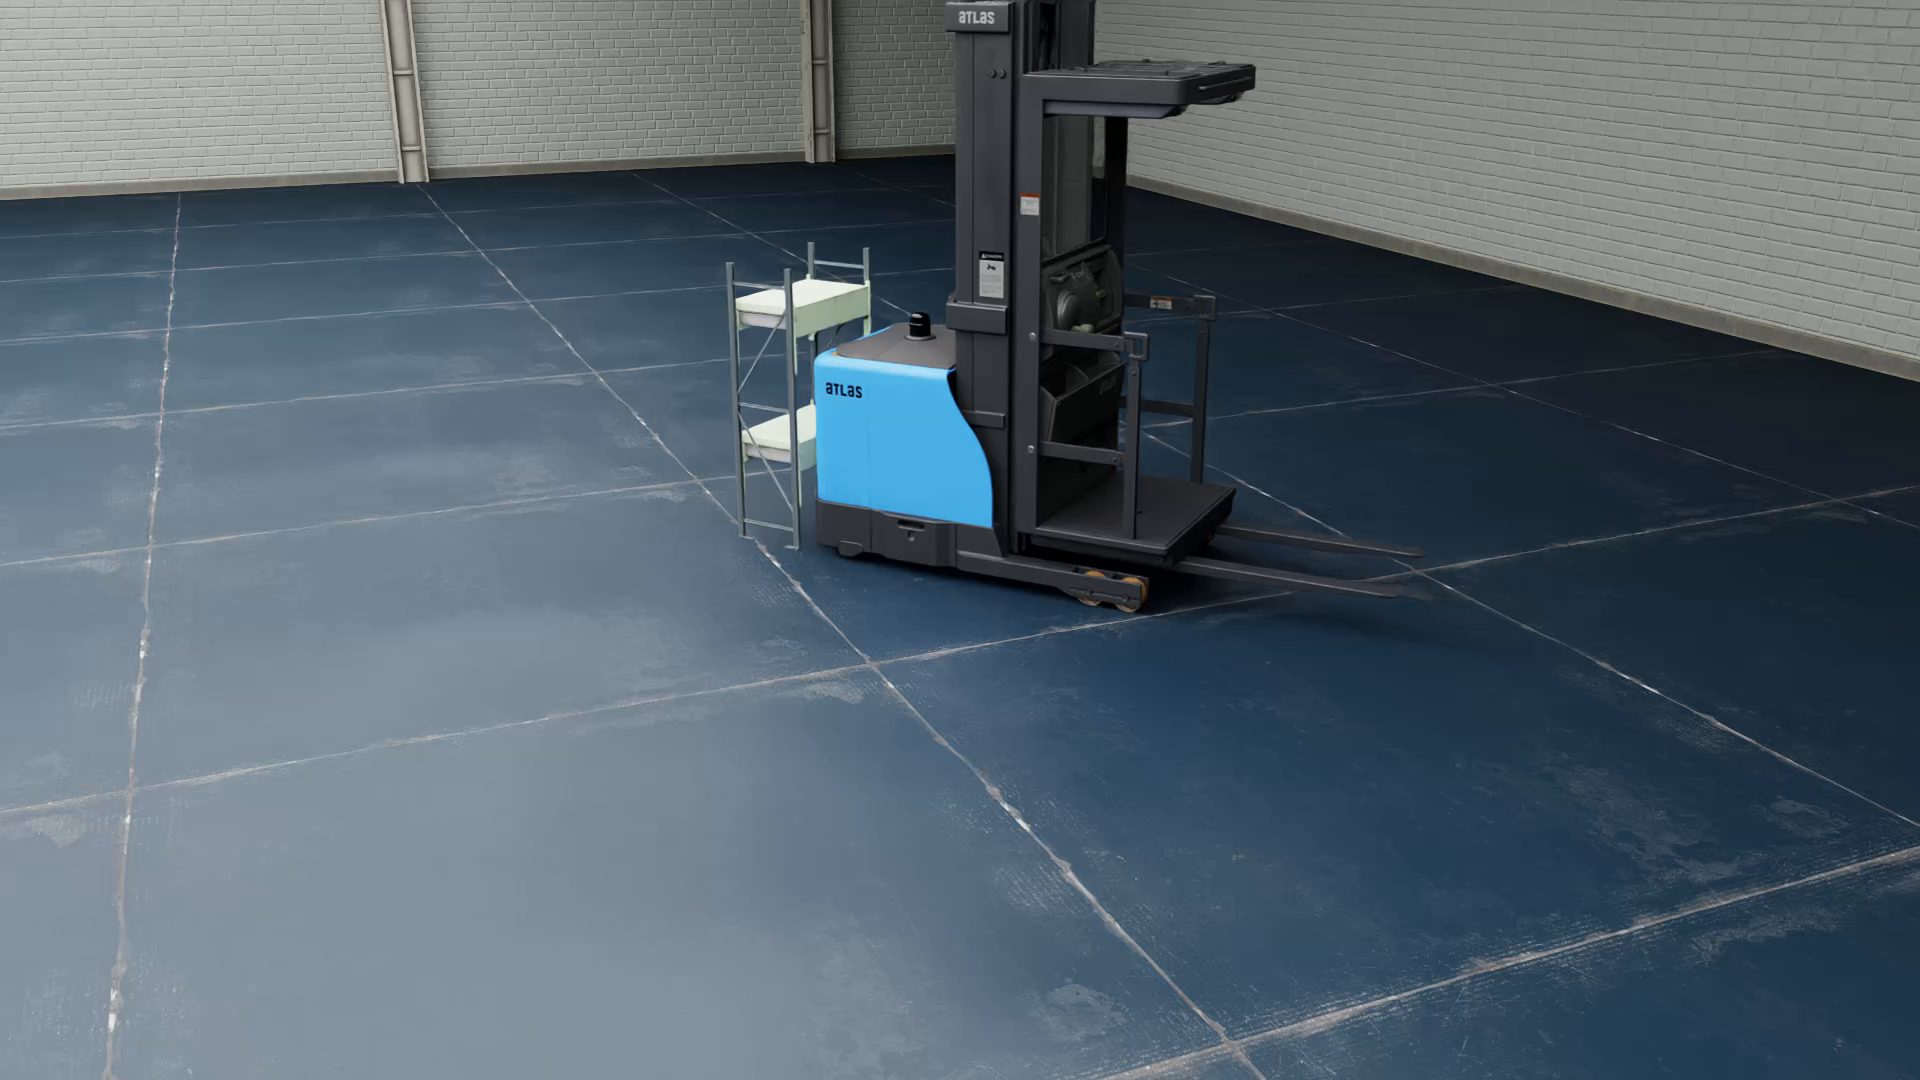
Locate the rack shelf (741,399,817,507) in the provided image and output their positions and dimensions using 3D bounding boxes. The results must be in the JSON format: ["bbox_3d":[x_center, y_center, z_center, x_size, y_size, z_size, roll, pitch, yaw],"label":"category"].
[{"bbox_3d":[-0.844,-0.488,9.132,0.431,0.370,0.720,11,22,28],"label":"rack shelf"}]

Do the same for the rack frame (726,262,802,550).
[{"bbox_3d":[-1.026,-0.690,8.725,0.400,1.500,0.023,11,22,28],"label":"rack frame"}]

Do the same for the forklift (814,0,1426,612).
[{"bbox_3d":[0.791,-1.236,8.118,3.031,2.935,1.130,9,21,25],"label":"forklift"}]

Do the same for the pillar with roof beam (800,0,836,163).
[{"bbox_3d":[-0.442,-8.752,20.328,0.400,9.000,9.100,-8,21,-22],"label":"pillar with roof beam"}]

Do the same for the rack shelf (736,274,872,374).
[{"bbox_3d":[-0.844,-1.164,8.894,0.431,0.370,0.720,11,22,28],"label":"rack shelf"}]

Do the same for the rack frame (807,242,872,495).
[{"bbox_3d":[-0.662,-0.901,9.324,0.400,1.500,0.023,11,22,28],"label":"rack frame"}]

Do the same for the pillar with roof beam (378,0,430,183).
[{"bbox_3d":[-5.951,-7.962,18.086,0.400,9.000,9.100,-8,21,-22],"label":"pillar with roof beam"}]

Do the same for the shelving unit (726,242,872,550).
[{"bbox_3d":[-0.844,-0.796,9.024,0.431,1.500,0.755,11,22,28],"label":"shelving unit"}]
